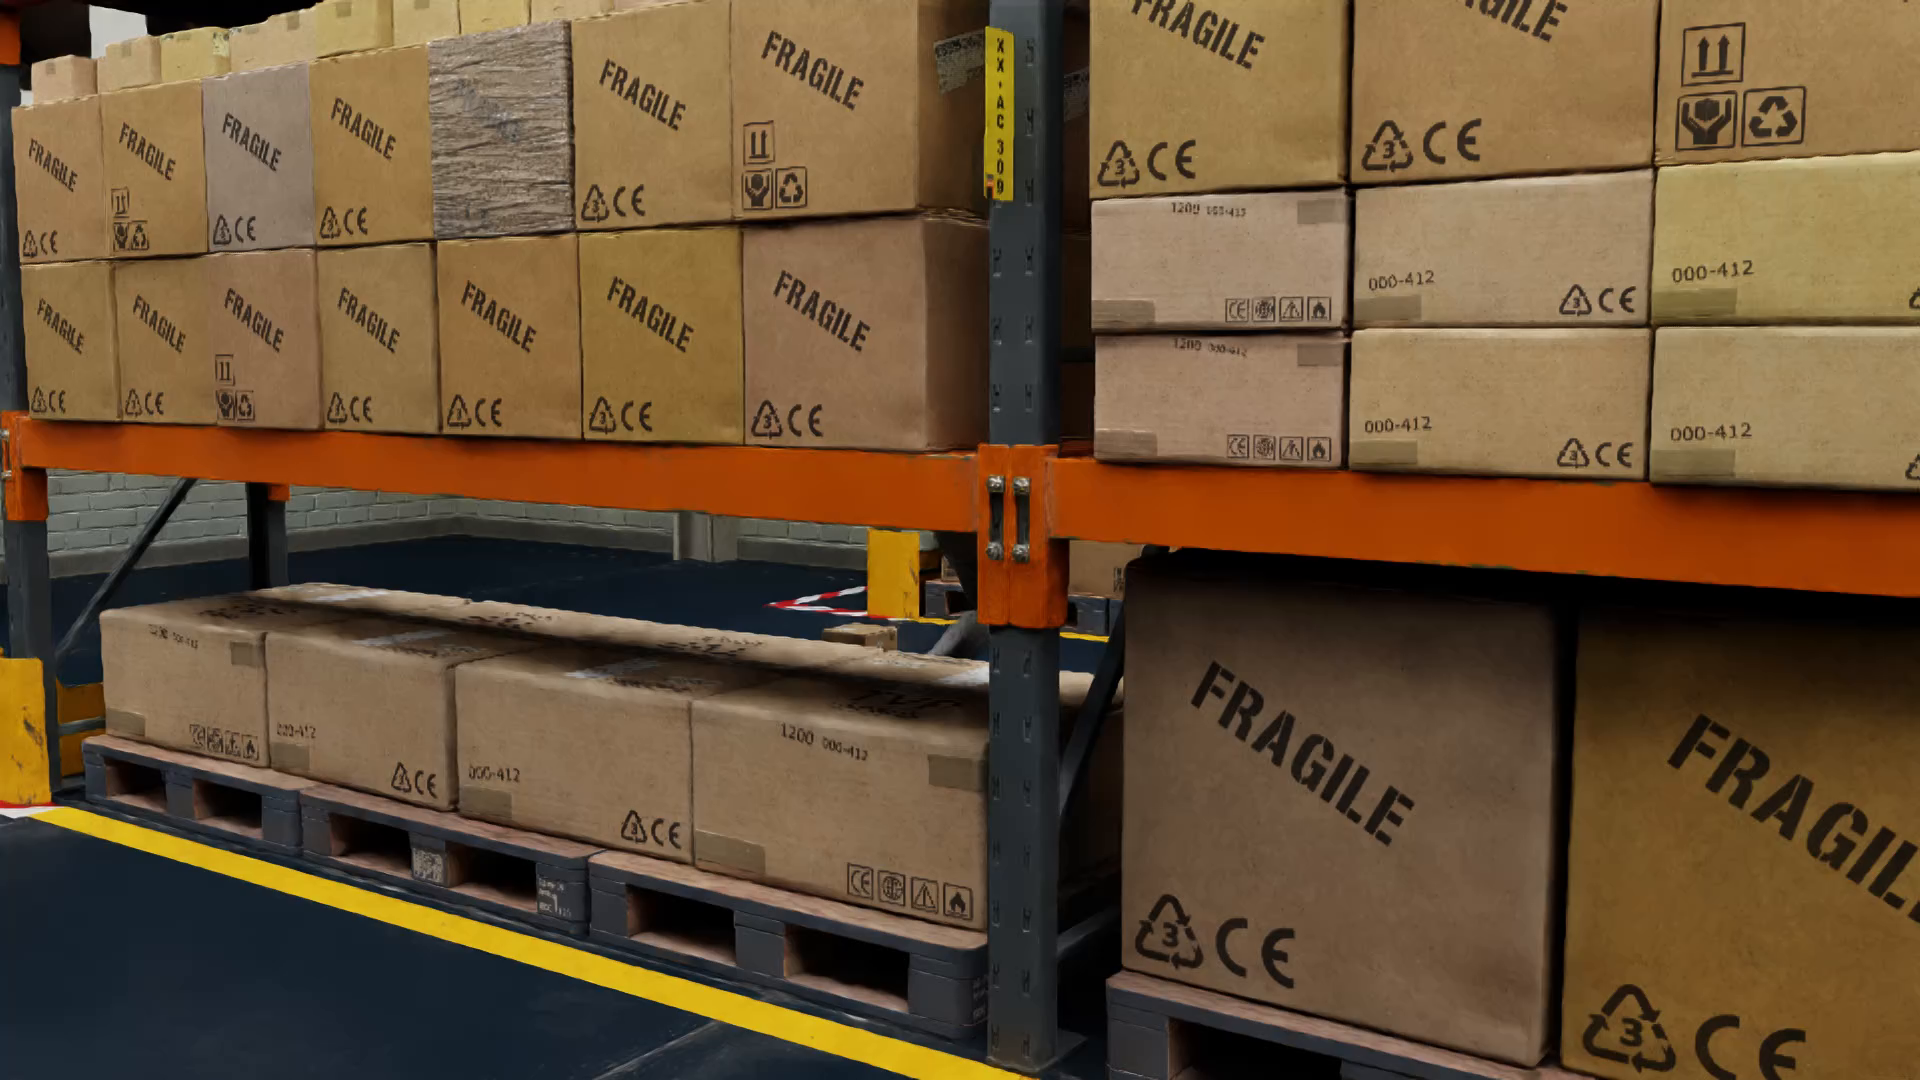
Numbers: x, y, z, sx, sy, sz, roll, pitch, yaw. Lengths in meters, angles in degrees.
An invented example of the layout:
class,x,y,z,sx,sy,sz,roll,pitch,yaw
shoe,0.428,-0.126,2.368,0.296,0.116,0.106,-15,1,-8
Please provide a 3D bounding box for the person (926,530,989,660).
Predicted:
class,x,y,z,sx,sy,sz,roll,pitch,yaw
person,0.159,-0.068,6.321,0.534,1.751,0.682,-6,8,-42
